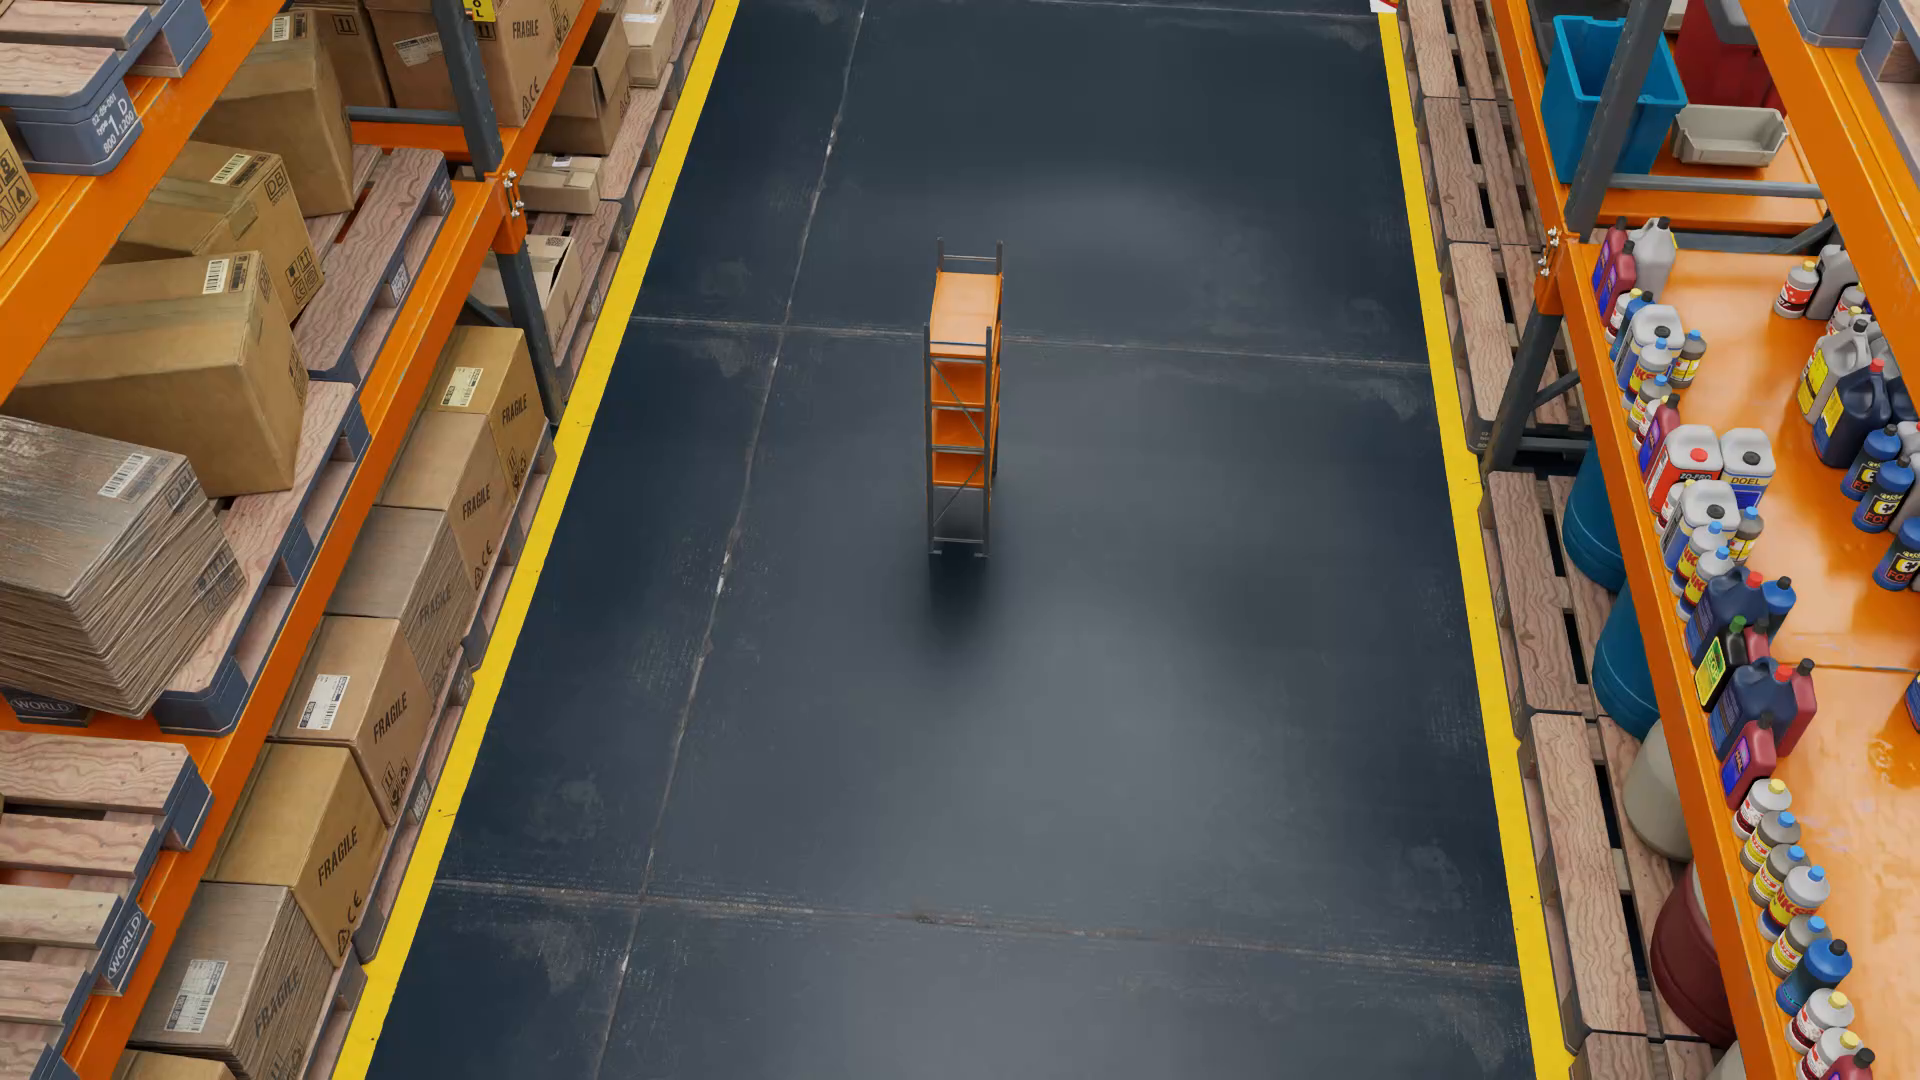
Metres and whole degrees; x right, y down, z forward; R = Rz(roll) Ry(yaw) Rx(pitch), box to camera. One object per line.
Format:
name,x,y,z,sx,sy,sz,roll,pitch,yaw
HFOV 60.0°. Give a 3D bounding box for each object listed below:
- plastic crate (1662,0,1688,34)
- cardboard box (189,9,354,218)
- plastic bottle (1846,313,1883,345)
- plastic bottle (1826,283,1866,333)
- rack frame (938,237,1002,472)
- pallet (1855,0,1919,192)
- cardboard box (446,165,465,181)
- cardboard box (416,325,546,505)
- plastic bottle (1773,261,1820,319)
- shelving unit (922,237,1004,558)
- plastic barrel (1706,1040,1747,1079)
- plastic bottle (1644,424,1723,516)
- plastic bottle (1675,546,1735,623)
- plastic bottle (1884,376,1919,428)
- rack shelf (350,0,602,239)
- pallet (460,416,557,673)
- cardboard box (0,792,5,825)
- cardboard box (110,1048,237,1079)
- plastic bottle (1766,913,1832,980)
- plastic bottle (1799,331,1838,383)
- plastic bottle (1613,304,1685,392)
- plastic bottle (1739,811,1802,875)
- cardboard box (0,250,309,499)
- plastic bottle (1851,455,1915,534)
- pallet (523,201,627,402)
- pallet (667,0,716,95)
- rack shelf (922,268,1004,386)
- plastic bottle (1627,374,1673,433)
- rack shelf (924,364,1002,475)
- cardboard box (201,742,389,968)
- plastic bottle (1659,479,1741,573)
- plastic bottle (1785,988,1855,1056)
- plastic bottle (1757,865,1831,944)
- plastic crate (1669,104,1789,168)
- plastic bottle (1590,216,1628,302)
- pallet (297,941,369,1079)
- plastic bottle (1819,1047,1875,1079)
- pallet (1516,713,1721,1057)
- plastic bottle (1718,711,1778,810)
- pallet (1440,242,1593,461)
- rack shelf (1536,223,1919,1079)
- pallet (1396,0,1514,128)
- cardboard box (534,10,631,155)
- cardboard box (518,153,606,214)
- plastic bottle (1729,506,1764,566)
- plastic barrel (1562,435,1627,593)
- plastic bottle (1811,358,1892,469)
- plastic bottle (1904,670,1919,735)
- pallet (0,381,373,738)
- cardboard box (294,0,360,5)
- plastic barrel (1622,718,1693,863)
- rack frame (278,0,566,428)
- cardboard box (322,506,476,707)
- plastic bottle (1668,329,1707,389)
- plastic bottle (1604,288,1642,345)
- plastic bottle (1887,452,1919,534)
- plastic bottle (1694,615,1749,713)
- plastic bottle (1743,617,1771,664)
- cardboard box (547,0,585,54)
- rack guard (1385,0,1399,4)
plastic crate,3.020,-2.334,6.918,0.437,0.282,0.530,4,48,4
cardboard box,-2.501,-1.422,5.692,0.700,0.500,0.500,-11,48,-10
plastic bottle,2.950,-0.622,5.397,0.152,0.276,0.135,4,48,4
plastic bottle,3.000,-0.779,5.590,0.097,0.201,0.097,0,48,0
rack frame,0.037,-0.706,6.608,0.240,1.200,0.015,4,48,4
pallet,2.623,-0.777,3.549,1.003,0.211,1.213,4,48,4
cardboard box,-2.466,-1.323,7.349,0.500,0.500,0.500,4,48,4
cardboard box,-1.995,-0.503,6.599,0.500,0.500,0.500,4,48,3
plastic bottle,2.857,-0.860,5.665,0.097,0.201,0.097,0,48,0
shelving unit,0.015,-0.527,6.444,0.258,1.200,0.503,4,48,4
plastic barrel,2.323,1.612,4.671,0.421,0.512,0.421,0,48,0
plastic bottle,2.191,-0.207,5.017,0.152,0.276,0.135,4,48,4
plastic bottle,2.123,0.120,4.721,0.097,0.271,0.097,0,48,0
plastic bottle,2.923,-0.394,5.137,0.144,0.351,0.185,4,48,4
rack shelf,-2.053,-2.807,7.798,1.077,0.370,4.000,4,48,4
pallet,-2.272,-0.039,6.668,1.003,0.211,1.213,4,48,4
cardboard box,-2.654,0.714,3.738,0.700,0.500,0.500,-11,48,-10
cardboard box,-2.274,1.739,4.548,0.500,0.500,0.500,6,48,5
plastic bottle,2.021,0.969,3.992,0.097,0.201,0.097,0,48,0
plastic bottle,2.824,-0.592,5.419,0.097,0.201,0.097,0,48,0
plastic bottle,2.242,-0.619,5.393,0.152,0.276,0.135,4,48,4
plastic bottle,2.048,0.754,4.188,0.097,0.201,0.097,0,48,0
cardboard box,-2.335,-0.453,4.805,0.700,0.500,0.500,-7,48,-6
plastic bottle,2.766,-0.146,4.964,0.097,0.271,0.097,0,48,0
pallet,-2.172,-1.143,7.679,1.003,0.211,1.213,4,48,4
pallet,-1.949,-2.936,9.319,1.003,0.211,1.213,4,48,4
rack shelf,0.015,-0.792,6.154,0.258,0.148,0.480,4,48,4
plastic bottle,2.196,-0.439,5.279,0.097,0.201,0.097,0,48,0
rack shelf,0.015,-0.481,6.494,0.258,0.148,0.480,4,48,4
cardboard box,-2.181,0.986,5.237,0.500,0.500,0.500,3,48,3
plastic bottle,2.170,-0.037,4.861,0.152,0.276,0.135,4,48,4
plastic bottle,2.003,1.112,3.861,0.097,0.201,0.097,0,48,0
plastic bottle,2.030,0.873,4.032,0.097,0.271,0.097,0,48,0
plastic crate,2.882,-1.508,6.260,0.396,0.136,0.243,4,48,4
plastic bottle,2.239,-0.964,5.704,0.061,0.283,0.133,4,48,4
pallet,-2.494,1.754,5.028,1.003,0.211,1.213,4,48,4
plastic bottle,1.966,1.239,3.689,0.061,0.283,0.133,4,48,4
pallet,2.477,1.160,5.572,1.003,0.211,1.213,4,48,4
plastic bottle,2.049,0.569,4.302,0.061,0.283,0.133,4,48,4
pallet,2.726,-0.846,7.407,1.003,0.211,1.213,4,48,4
rack shelf,2.515,0.468,4.802,1.077,0.370,4.000,4,48,4
pallet,2.948,-2.639,9.047,1.003,0.211,1.213,4,48,4
cardboard box,-2.069,-2.267,8.210,0.797,0.503,0.637,4,48,4
cardboard box,-1.913,-1.702,7.922,0.380,0.166,0.250,4,48,4
plastic bottle,2.296,-0.017,4.893,0.097,0.201,0.097,0,48,0
plastic barrel,2.631,-0.279,6.136,0.600,0.901,0.708,4,48,4
plastic bottle,2.779,-0.404,5.146,0.144,0.351,0.185,4,48,4
plastic bottle,2.675,0.368,4.440,0.144,0.351,0.185,4,48,4
pallet,-2.427,-0.005,4.878,1.003,0.211,1.213,4,48,4
cardboard box,-2.447,-2.340,6.138,0.500,0.500,0.500,4,48,4
plastic barrel,2.426,0.782,5.430,0.421,0.512,0.421,0,48,0
rack frame,-2.235,-1.580,6.188,1.000,3.000,0.127,4,48,4
cardboard box,-2.094,0.228,5.930,0.500,0.500,0.500,4,48,4
plastic bottle,2.368,-0.599,5.426,0.097,0.201,0.097,0,48,0
plastic bottle,2.235,-0.752,5.566,0.097,0.201,0.097,0,48,0
plastic bottle,2.892,-0.153,4.967,0.152,0.276,0.135,4,48,4
plastic bottle,2.078,0.335,4.516,0.061,0.283,0.133,4,48,4
plastic bottle,2.139,0.339,4.512,0.061,0.283,0.133,4,48,4
cardboard box,-1.874,-2.346,6.821,0.500,0.500,0.500,5,48,4
rack guard,3.051,-3.358,9.509,1.175,0.500,0.348,4,48,4
